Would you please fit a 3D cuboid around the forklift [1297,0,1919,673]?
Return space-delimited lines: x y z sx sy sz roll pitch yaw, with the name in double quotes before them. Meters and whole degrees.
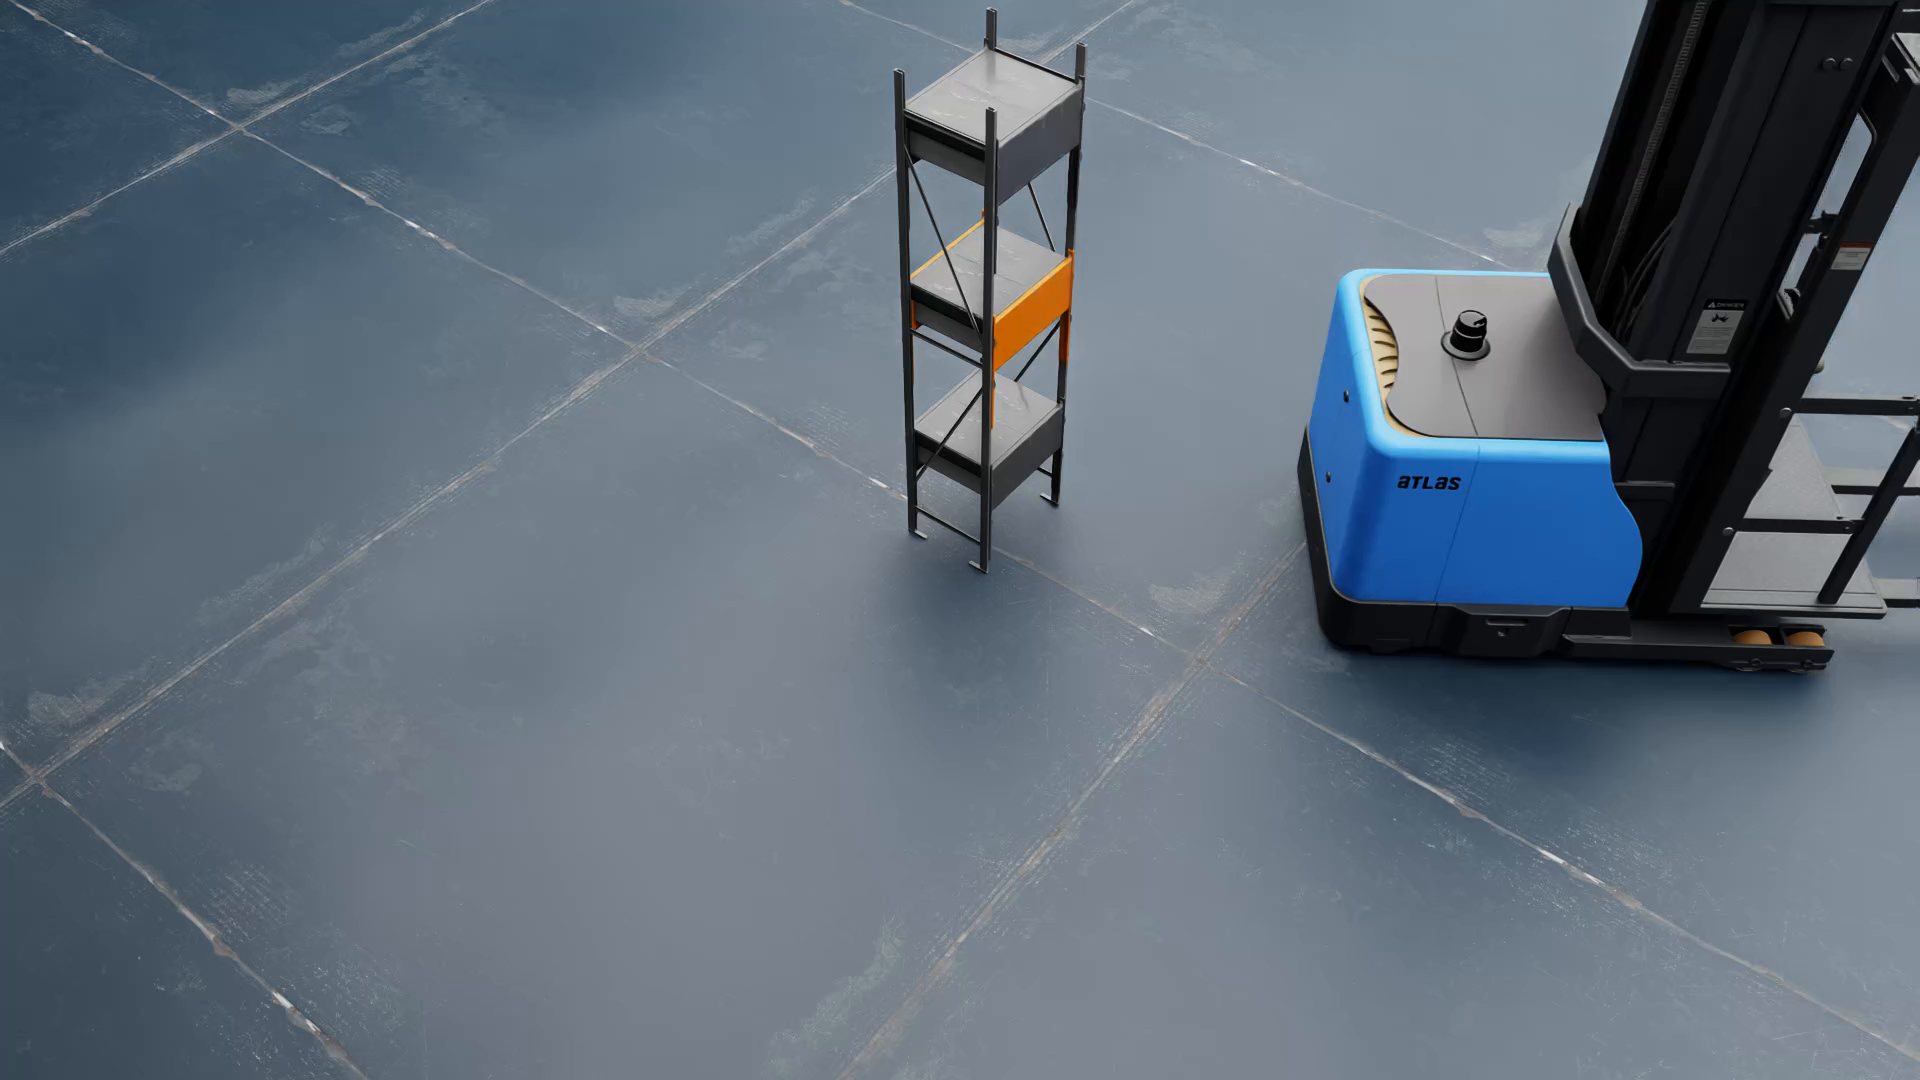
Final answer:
"forklift" 2.902 -0.907 5.589 3.031 2.935 1.130 2 46 1

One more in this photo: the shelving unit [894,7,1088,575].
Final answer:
"shelving unit" 0.101 -0.820 6.081 0.431 2.100 0.503 29 53 25

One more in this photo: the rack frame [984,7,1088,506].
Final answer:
"rack frame" 0.250 -0.960 6.215 0.400 2.100 0.015 29 53 25

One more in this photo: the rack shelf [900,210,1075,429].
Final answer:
"rack shelf" 0.101 -0.811 6.091 0.431 0.518 0.480 29 53 25

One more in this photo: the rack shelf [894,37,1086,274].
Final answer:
"rack shelf" 0.101 -1.294 5.585 0.431 0.518 0.480 29 53 25

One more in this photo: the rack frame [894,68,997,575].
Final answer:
"rack frame" -0.048 -0.680 5.948 0.400 2.100 0.015 29 53 25

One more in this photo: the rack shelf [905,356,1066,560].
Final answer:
"rack shelf" 0.101 -0.327 6.597 0.431 0.518 0.480 29 53 25
